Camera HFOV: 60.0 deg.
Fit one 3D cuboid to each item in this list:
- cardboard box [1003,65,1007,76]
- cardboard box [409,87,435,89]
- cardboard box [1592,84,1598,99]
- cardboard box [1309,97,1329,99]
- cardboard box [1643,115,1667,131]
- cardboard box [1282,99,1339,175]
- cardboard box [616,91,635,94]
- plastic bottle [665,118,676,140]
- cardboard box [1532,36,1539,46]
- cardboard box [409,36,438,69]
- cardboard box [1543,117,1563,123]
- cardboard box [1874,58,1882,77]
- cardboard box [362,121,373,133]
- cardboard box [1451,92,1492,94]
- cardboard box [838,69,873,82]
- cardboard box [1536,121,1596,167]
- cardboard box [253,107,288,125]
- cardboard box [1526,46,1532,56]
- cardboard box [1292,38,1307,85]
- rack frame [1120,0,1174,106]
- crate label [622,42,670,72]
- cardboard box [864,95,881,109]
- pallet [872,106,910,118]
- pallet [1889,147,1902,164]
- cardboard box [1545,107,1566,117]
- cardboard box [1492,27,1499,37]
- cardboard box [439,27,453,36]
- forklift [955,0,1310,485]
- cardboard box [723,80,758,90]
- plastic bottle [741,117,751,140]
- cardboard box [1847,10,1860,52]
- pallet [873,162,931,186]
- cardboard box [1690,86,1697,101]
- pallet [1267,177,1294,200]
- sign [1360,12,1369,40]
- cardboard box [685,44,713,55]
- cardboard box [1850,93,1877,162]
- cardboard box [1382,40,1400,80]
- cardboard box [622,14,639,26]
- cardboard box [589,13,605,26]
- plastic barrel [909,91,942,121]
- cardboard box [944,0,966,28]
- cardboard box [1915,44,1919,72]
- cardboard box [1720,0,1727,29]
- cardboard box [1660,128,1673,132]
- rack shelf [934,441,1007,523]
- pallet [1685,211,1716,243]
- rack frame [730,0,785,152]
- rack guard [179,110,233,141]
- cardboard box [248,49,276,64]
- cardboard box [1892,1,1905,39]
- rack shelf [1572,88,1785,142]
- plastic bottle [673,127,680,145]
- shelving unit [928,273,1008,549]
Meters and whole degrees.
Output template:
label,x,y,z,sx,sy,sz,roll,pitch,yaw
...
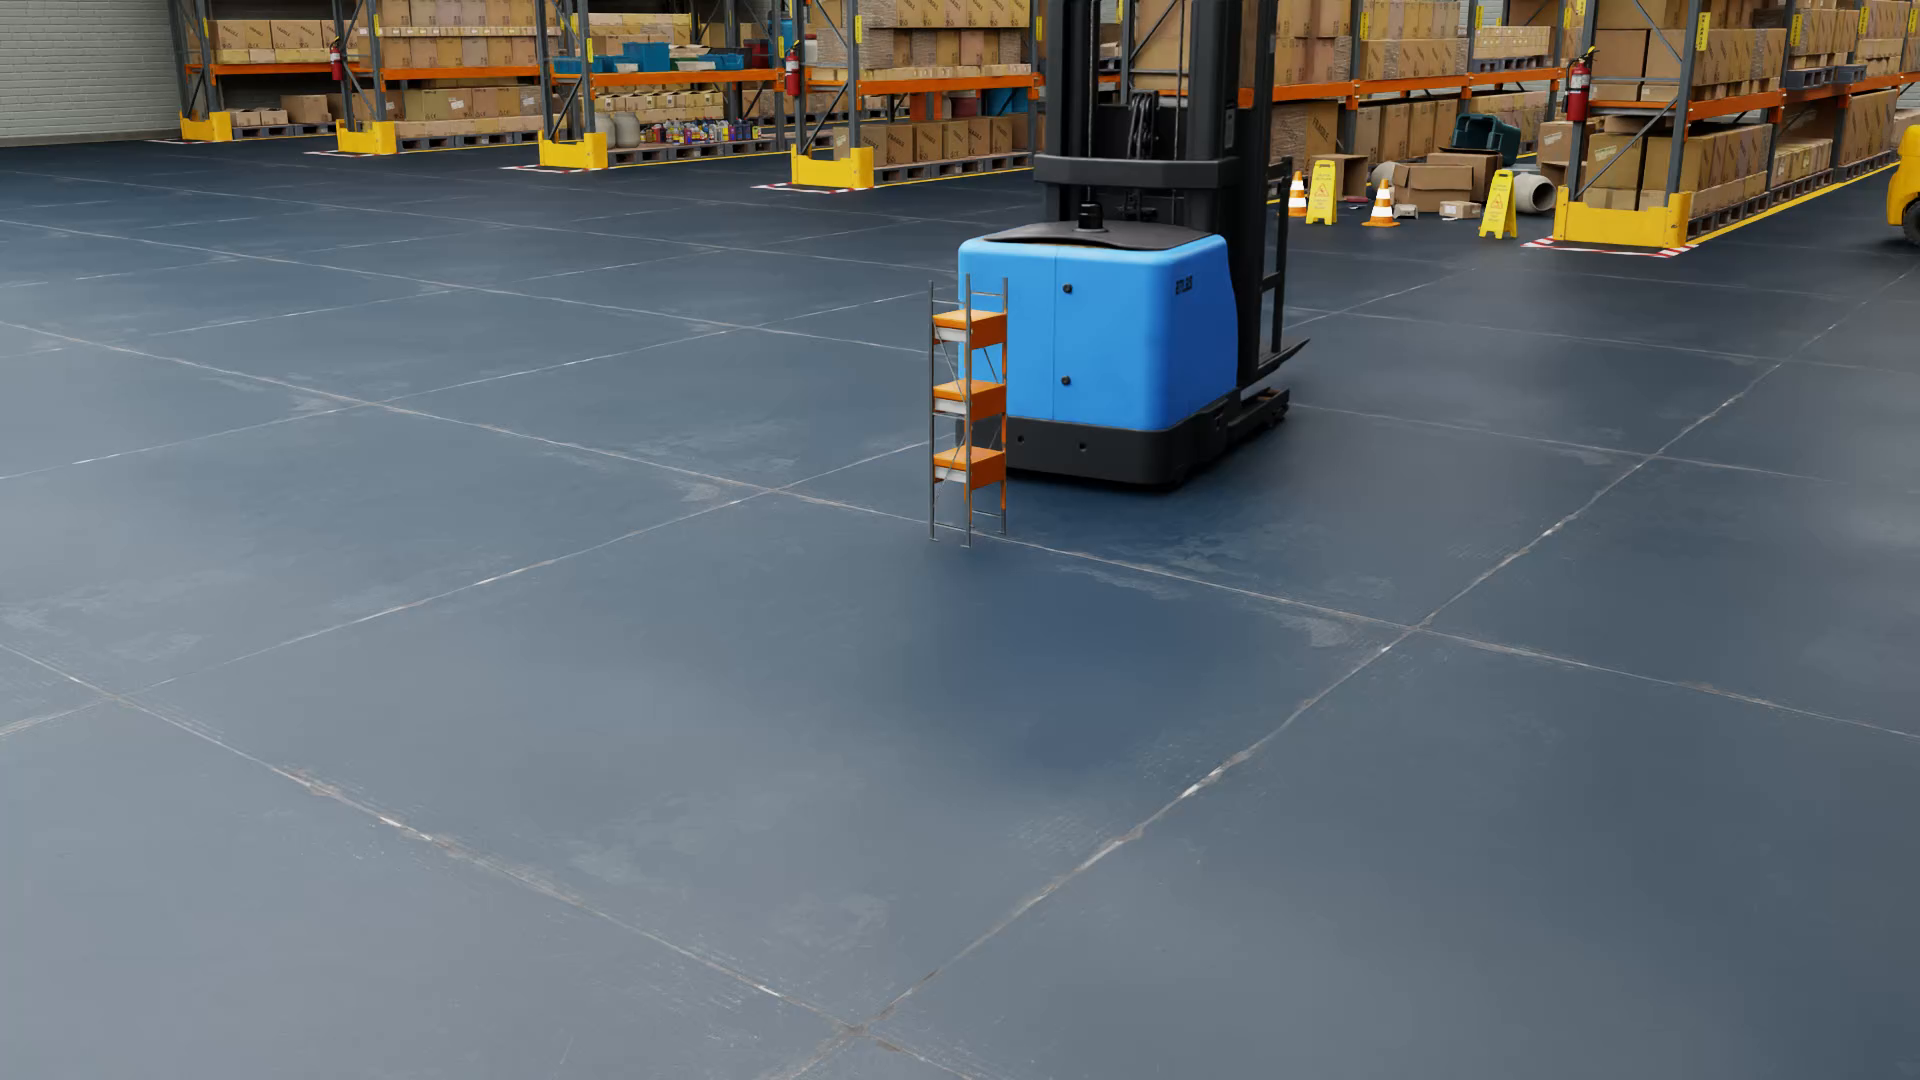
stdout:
label,x,y,z,sx,sy,sz,roll,pitch,yaw
cardboard box,0.438,-6.643,23.502,0.380,0.149,0.250,12,21,35
cardboard box,-8.988,-7.439,28.303,0.500,0.500,0.500,12,21,35
cardboard box,6.372,-4.356,16.137,0.380,0.149,0.250,12,21,34
cardboard box,6.444,-8.422,31.681,0.875,0.875,0.875,12,21,35
cardboard box,7.003,-4.283,17.047,0.380,0.149,0.250,14,22,37
cardboard box,4.176,-5.121,21.051,0.875,0.875,0.875,13,21,36
cardboard box,-6.352,-8.390,31.684,0.500,0.311,0.500,12,21,34
plastic bottle,-4.585,-6.484,26.291,0.144,0.351,0.185,13,22,37
cardboard box,8.989,-7.950,26.499,0.380,0.149,0.250,14,22,37
cardboard box,-9.055,-8.055,27.455,0.700,0.500,0.500,13,22,36
cardboard box,9.847,-6.989,27.789,0.380,0.149,0.250,14,22,37
cardboard box,12.420,-6.543,23.008,0.500,0.250,0.500,12,21,35
cardboard box,-9.571,-6.839,27.638,0.500,0.250,0.500,12,21,35
cardboard box,8.099,-6.966,26.359,0.500,0.250,0.500,13,22,37
cardboard box,-1.338,-5.926,21.193,0.380,0.149,0.250,12,21,35
cardboard box,7.195,-4.697,19.750,0.500,0.500,0.500,12,21,35
cardboard box,-12.809,-7.857,30.779,0.500,0.311,0.500,15,22,39
cardboard box,8.842,-7.749,26.353,0.380,0.149,0.250,11,20,32
cardboard box,3.671,-5.812,20.147,0.875,0.550,0.550,12,21,35
rack frame,3.067,-7.926,27.209,1.000,3.000,0.127,12,21,35
crate label,-4.798,-7.399,25.452,0.502,0.435,0.616,12,21,35
cardboard box,-2.079,-9.618,36.449,0.500,0.311,0.500,12,21,35
pallet,-1.367,-9.753,37.796,1.003,0.211,1.213,12,21,35
pallet,13.925,-5.963,25.590,1.003,0.211,1.213,12,21,35
cardboard box,9.957,-7.202,27.973,0.380,0.149,0.250,14,22,37
cardboard box,7.887,-7.651,25.036,0.380,0.149,0.250,11,21,32
cardboard box,-8.632,-8.431,27.573,0.380,0.149,0.250,12,21,33
forklift,1.091,-2.033,8.348,1.130,2.935,3.031,8,19,25
cardboard box,-4.487,-9.330,33.940,0.500,0.250,0.500,13,22,37
plastic bottle,-3.446,-6.589,26.629,0.144,0.351,0.185,12,21,33
cardboard box,10.979,-6.408,20.942,0.500,0.500,0.500,12,21,33
pallet,-1.142,-4.894,22.148,1.003,0.211,1.213,12,21,35
cardboard box,6.767,-4.256,15.816,0.380,0.149,0.250,13,21,35
pallet,3.365,-4.282,20.176,1.003,0.211,1.213,12,21,35
sign,5.054,-6.426,20.786,0.100,0.325,0.005,12,21,35
cardboard box,-5.138,-9.556,32.608,0.500,0.311,0.500,14,22,38
cardboard box,12.039,-5.722,22.987,0.875,0.875,0.875,13,21,35
cardboard box,5.437,-6.319,21.864,0.500,0.500,0.500,13,21,35
cardboard box,-7.476,-11.543,36.887,0.500,0.250,0.500,12,21,34
cardboard box,-8.070,-11.300,36.106,0.500,0.250,0.500,12,21,34
plastic barrel,-0.633,-8.085,30.672,0.600,0.830,0.708,12,21,35
cardboard box,-0.259,-7.128,22.283,0.500,0.500,0.500,12,21,35
cardboard box,14.504,-7.477,25.595,0.500,0.500,0.500,13,21,35
cardboard box,7.564,-5.590,17.332,0.700,0.500,0.500,12,21,33
cardboard box,7.142,-3.996,17.217,0.500,0.500,0.500,12,21,33
rack shelf,0.032,-0.239,6.715,0.215,0.259,0.240,12,21,35
pallet,6.817,-3.143,16.509,1.003,0.211,1.213,12,21,35
rack frame,-3.294,-7.848,26.959,1.000,3.000,0.127,12,21,35
rack guard,-13.588,-7.471,29.958,1.175,0.500,0.348,12,21,35
cardboard box,-12.790,-8.771,30.148,0.500,0.250,0.500,12,21,33
cardboard box,13.043,-7.377,23.588,0.500,0.500,0.500,13,21,36
rack shelf,7.451,-4.402,17.075,1.077,0.370,4.000,12,21,35
plastic bottle,-4.347,-6.180,25.444,0.097,0.271,0.097,0,17,0
shelving unit,0.032,-0.514,6.629,0.215,1.050,0.252,12,21,35
